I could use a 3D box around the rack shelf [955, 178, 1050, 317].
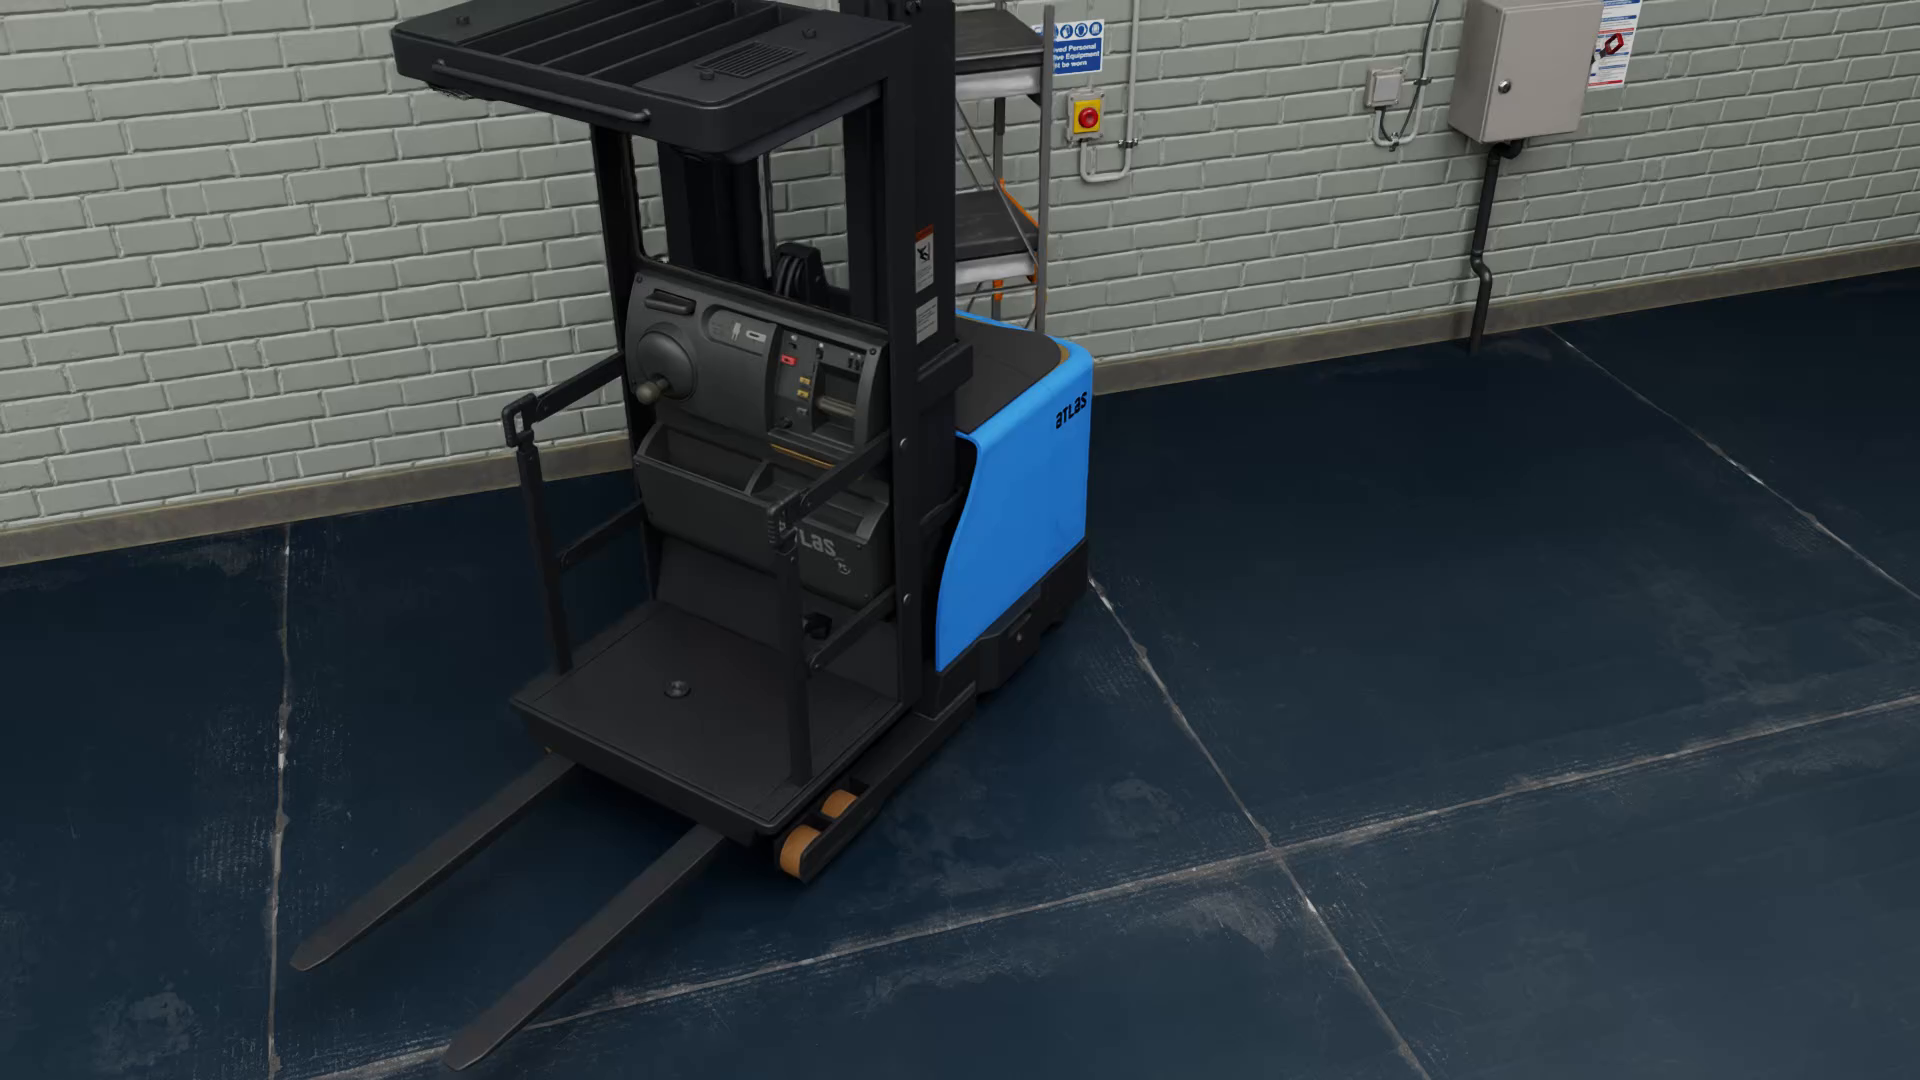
[{"bbox_3d":[0.056,-1.049,6.457,0.431,0.518,0.480,-11,35,-16],"label":"rack shelf"}]

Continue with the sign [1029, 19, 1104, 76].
[{"bbox_3d":[0.436,-2.020,6.841,0.327,0.218,0.001,-10,35,-15],"label":"sign"}]

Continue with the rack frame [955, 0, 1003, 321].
[{"bbox_3d":[-0.024,-1.187,6.642,0.400,2.100,0.015,-11,35,-16],"label":"rack frame"}]

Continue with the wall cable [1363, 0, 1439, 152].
[{"bbox_3d":[1.848,-2.552,6.969,0.588,1.984,0.122,-10,35,-15],"label":"wall cable"}]

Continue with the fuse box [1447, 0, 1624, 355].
[{"bbox_3d":[2.546,-1.622,7.653,0.539,1.711,0.414,-10,35,-15],"label":"fuse box"}]

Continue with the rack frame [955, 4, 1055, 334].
[{"bbox_3d":[0.135,-0.933,6.257,0.400,2.100,0.015,-11,35,-16],"label":"rack frame"}]

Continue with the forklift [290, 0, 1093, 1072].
[{"bbox_3d":[-0.743,-0.469,4.801,1.130,2.935,3.031,20,38,27],"label":"forklift"}]

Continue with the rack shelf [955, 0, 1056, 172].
[{"bbox_3d":[0.056,-1.633,6.071,0.431,0.518,0.480,-11,35,-16],"label":"rack shelf"}]

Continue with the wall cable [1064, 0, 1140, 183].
[{"bbox_3d":[0.501,-2.320,6.591,0.585,1.953,0.123,-10,35,-15],"label":"wall cable"}]

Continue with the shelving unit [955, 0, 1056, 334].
[{"bbox_3d":[0.056,-1.060,6.450,0.431,2.100,0.503,-11,35,-16],"label":"shelving unit"}]

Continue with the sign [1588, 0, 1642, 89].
[{"bbox_3d":[2.953,-2.312,7.614,0.329,0.494,0.001,-10,35,-15],"label":"sign"}]
